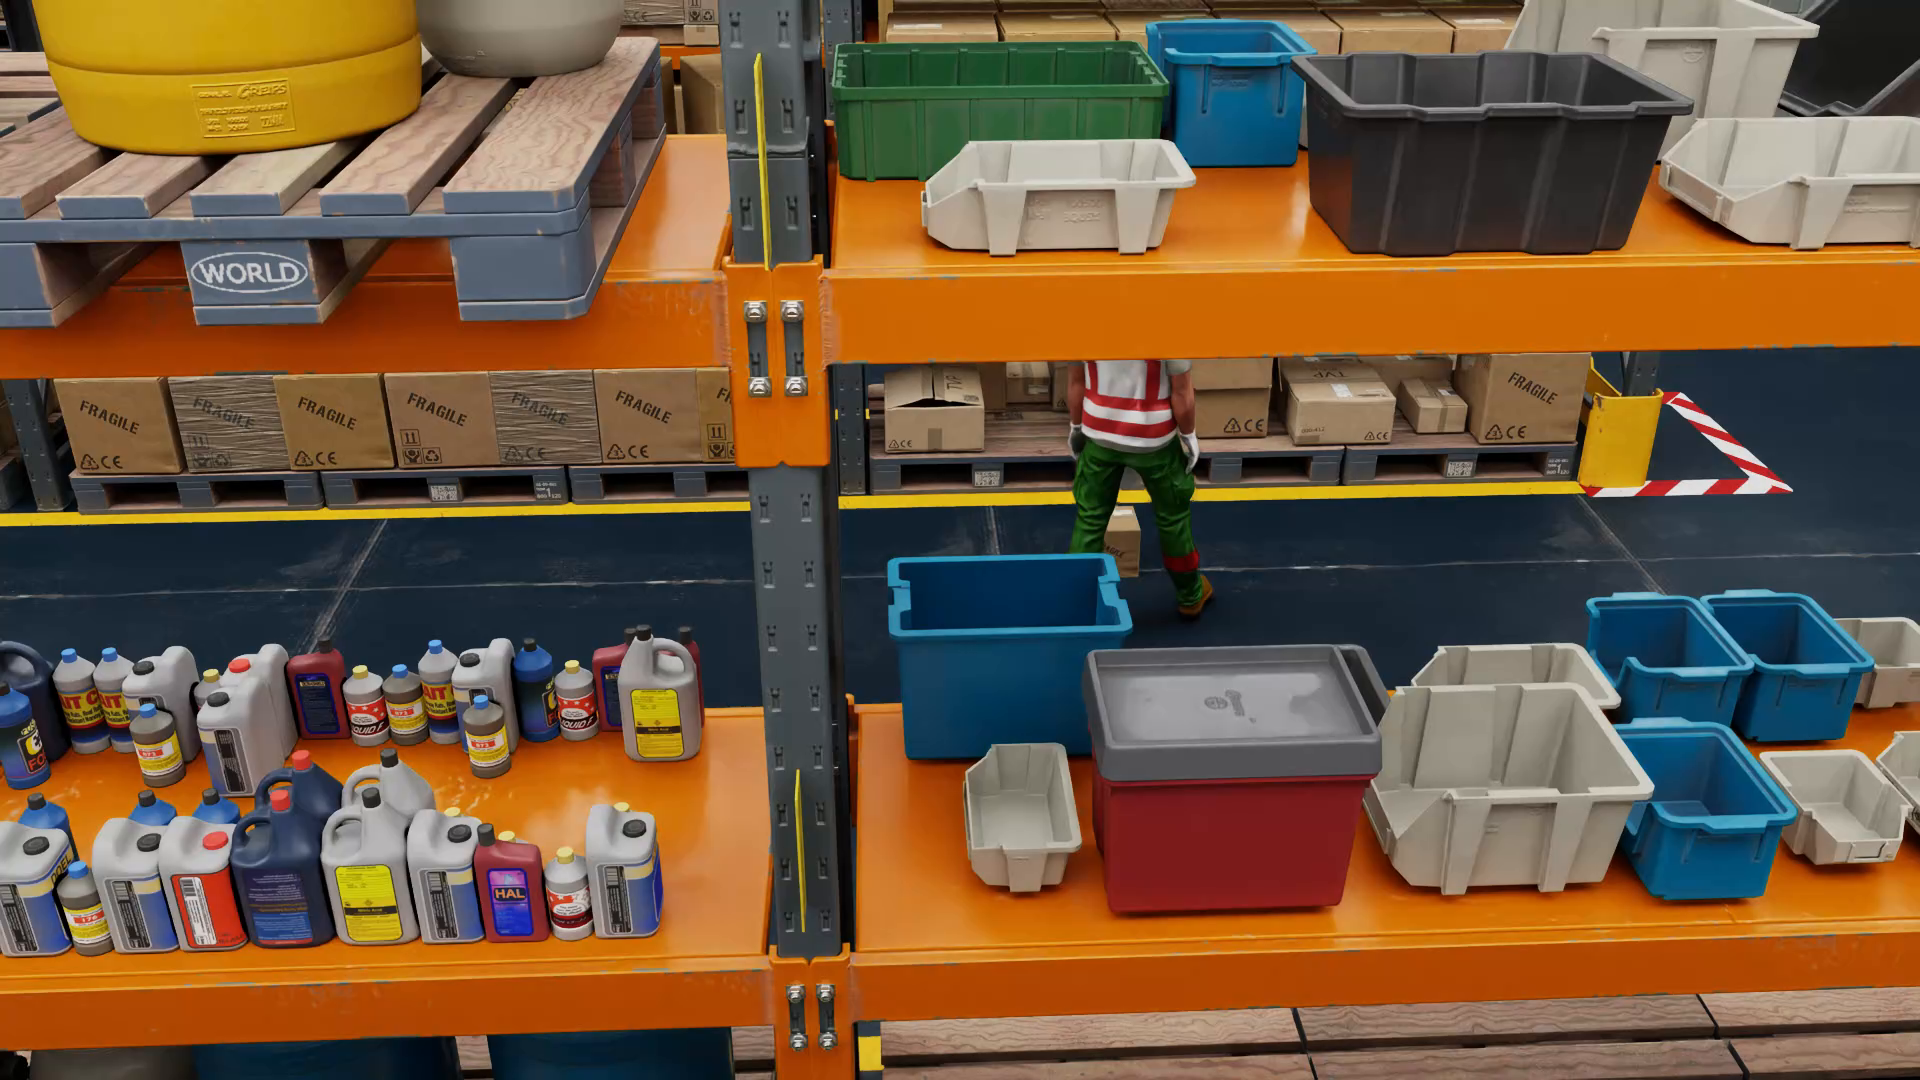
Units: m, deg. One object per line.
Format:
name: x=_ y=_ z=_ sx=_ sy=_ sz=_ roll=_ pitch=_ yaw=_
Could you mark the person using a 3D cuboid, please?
person: x=0.772 y=-0.475 z=7.000 sx=0.606 sy=1.777 sz=0.608 roll=10 pitch=29 yaw=19
